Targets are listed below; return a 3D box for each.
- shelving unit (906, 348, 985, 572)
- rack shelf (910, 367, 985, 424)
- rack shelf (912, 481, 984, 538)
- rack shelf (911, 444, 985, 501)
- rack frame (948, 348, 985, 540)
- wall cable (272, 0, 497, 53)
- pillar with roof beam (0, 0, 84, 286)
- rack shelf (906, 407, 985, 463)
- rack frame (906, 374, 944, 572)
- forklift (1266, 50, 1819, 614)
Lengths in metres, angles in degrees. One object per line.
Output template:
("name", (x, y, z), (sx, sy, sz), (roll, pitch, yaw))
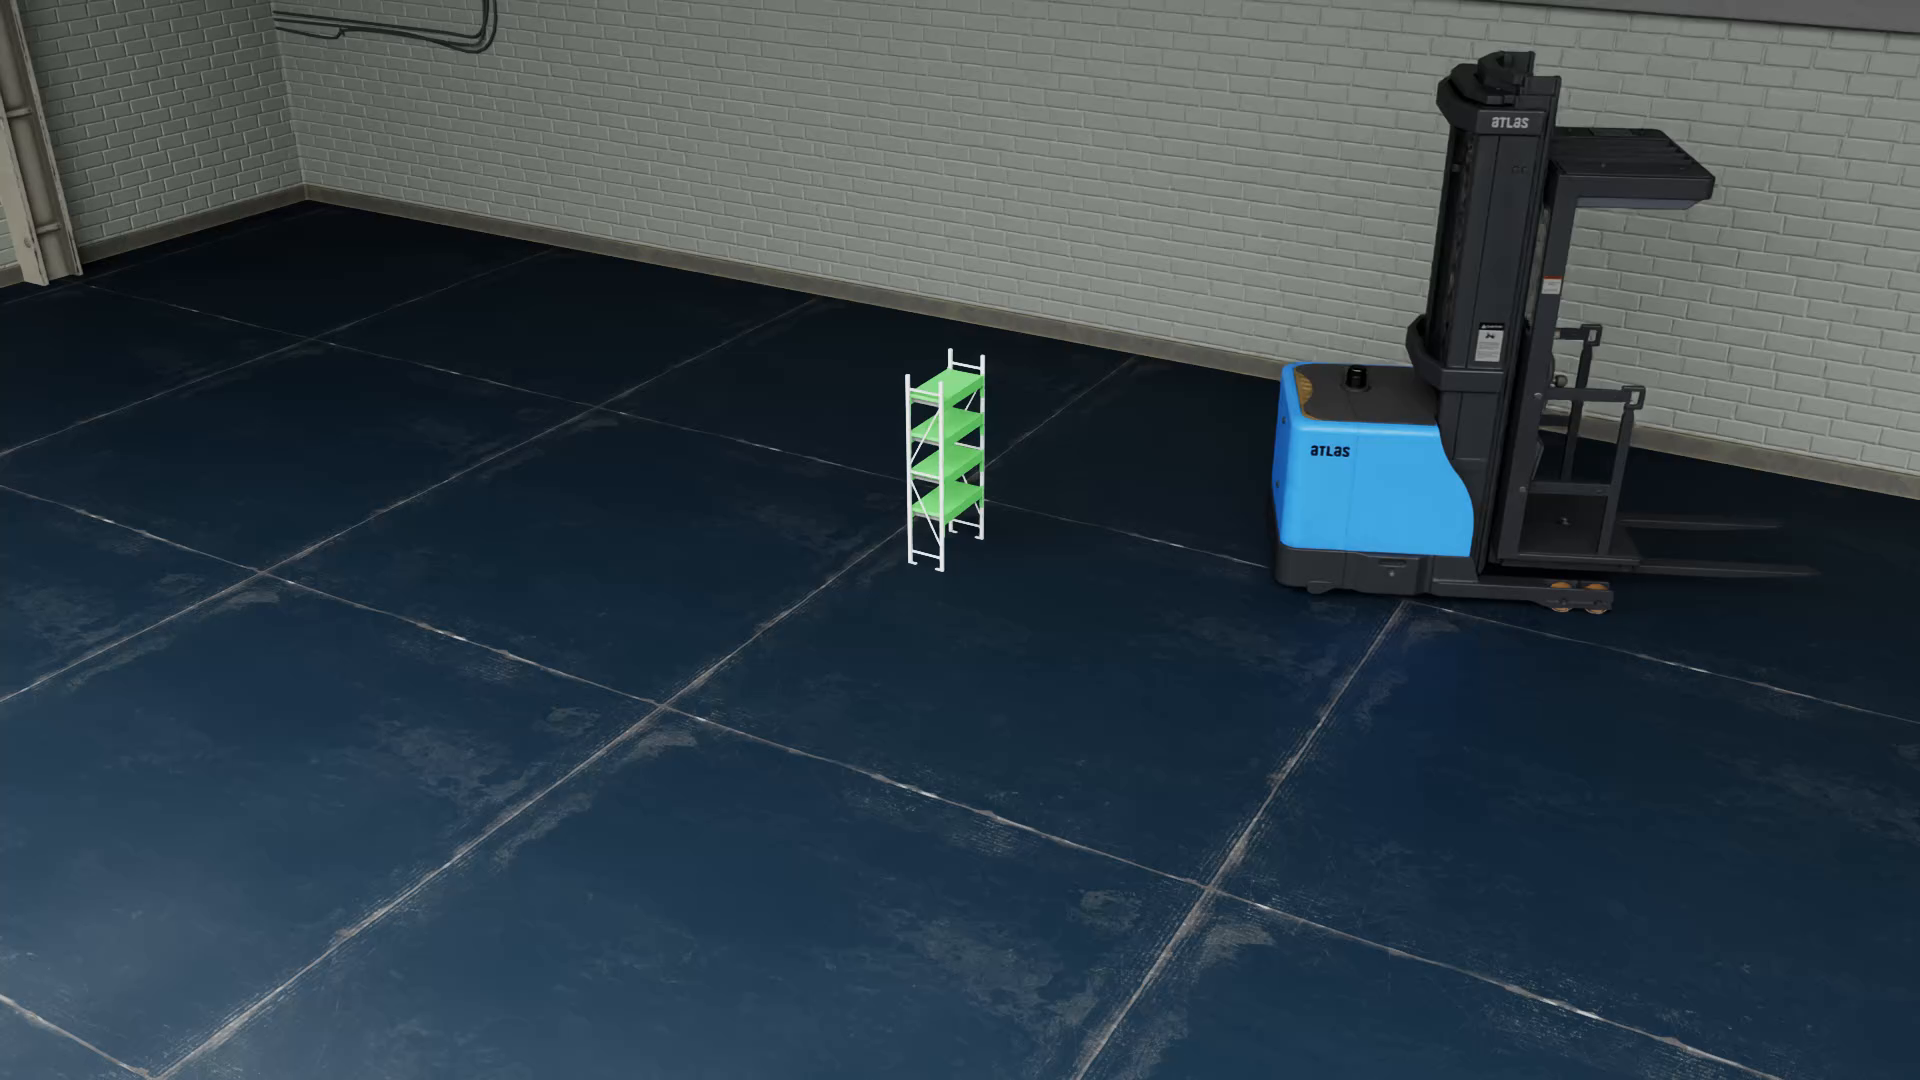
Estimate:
("shelving unit", (-0.081, -0.472, 9.853), (0.258, 1.200, 0.503), (14, 30, 26))
("rack shelf", (-0.081, -0.844, 9.666), (0.258, 0.148, 0.480), (14, 30, 26))
("rack shelf", (-0.081, -0.200, 9.989), (0.258, 0.148, 0.480), (14, 30, 26))
("rack shelf", (-0.081, -0.415, 9.881), (0.258, 0.148, 0.480), (14, 30, 26))
("rack frame", (0.039, -0.567, 10.043), (0.240, 1.200, 0.015), (14, 30, 26))
("wall cable", (-5.567, -5.859, 15.371), (3.097, 2.526, 0.112), (14, 30, 26))
("pillar with roof beam", (-4.419, -5.443, 11.070), (9.100, 9.000, 0.400), (14, 30, 26))
("rack shelf", (-0.081, -0.630, 9.774), (0.258, 0.148, 0.480), (14, 30, 26))
("rack frame", (-0.201, -0.377, 9.663), (0.240, 1.200, 0.015), (14, 30, 26))
("forklift", (3.377, -1.144, 9.261), (3.031, 2.935, 1.130), (3, 27, 6))
